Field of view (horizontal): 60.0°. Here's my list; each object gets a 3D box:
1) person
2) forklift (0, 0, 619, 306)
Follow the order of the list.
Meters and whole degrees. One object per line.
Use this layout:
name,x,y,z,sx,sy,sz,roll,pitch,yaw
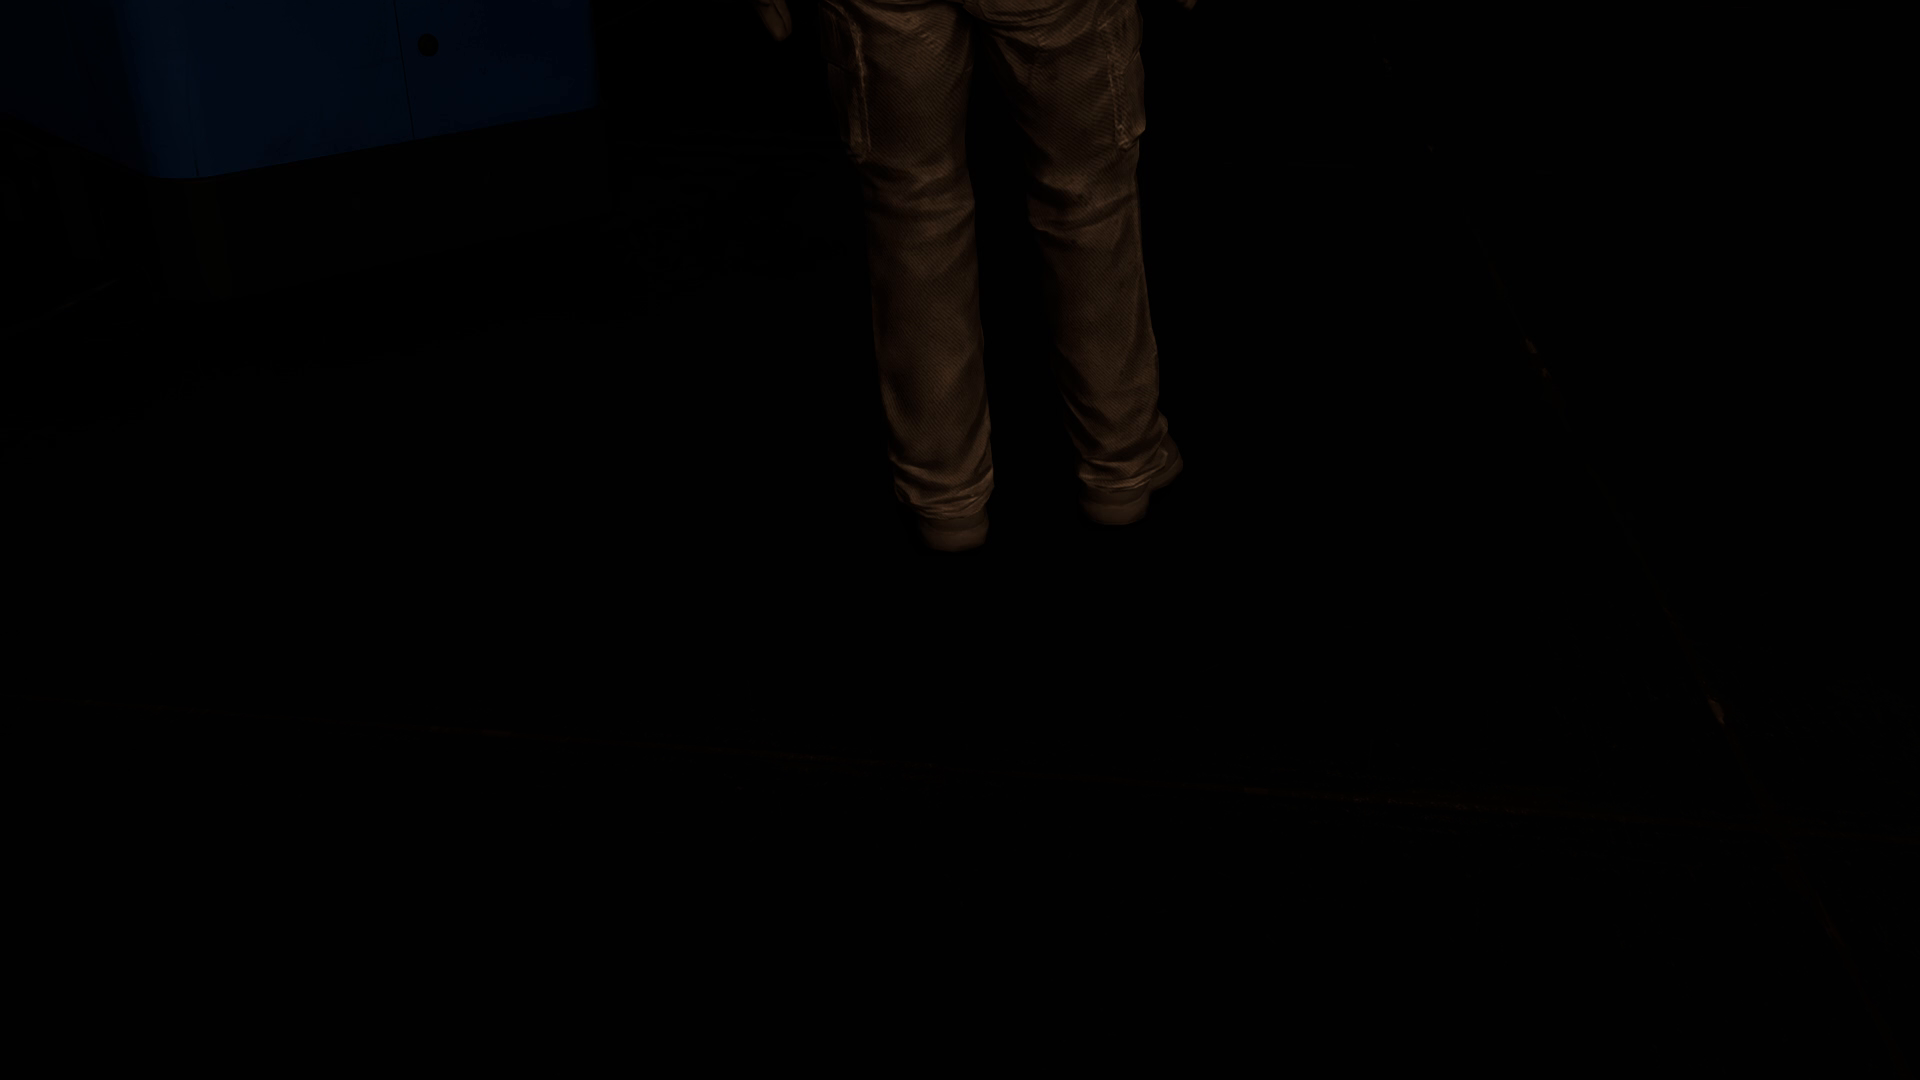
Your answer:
person,0.018,-0.835,2.161,0.656,1.781,0.577,3,27,7
forklift,-2.201,-2.339,3.906,3.031,2.935,1.130,24,35,39
